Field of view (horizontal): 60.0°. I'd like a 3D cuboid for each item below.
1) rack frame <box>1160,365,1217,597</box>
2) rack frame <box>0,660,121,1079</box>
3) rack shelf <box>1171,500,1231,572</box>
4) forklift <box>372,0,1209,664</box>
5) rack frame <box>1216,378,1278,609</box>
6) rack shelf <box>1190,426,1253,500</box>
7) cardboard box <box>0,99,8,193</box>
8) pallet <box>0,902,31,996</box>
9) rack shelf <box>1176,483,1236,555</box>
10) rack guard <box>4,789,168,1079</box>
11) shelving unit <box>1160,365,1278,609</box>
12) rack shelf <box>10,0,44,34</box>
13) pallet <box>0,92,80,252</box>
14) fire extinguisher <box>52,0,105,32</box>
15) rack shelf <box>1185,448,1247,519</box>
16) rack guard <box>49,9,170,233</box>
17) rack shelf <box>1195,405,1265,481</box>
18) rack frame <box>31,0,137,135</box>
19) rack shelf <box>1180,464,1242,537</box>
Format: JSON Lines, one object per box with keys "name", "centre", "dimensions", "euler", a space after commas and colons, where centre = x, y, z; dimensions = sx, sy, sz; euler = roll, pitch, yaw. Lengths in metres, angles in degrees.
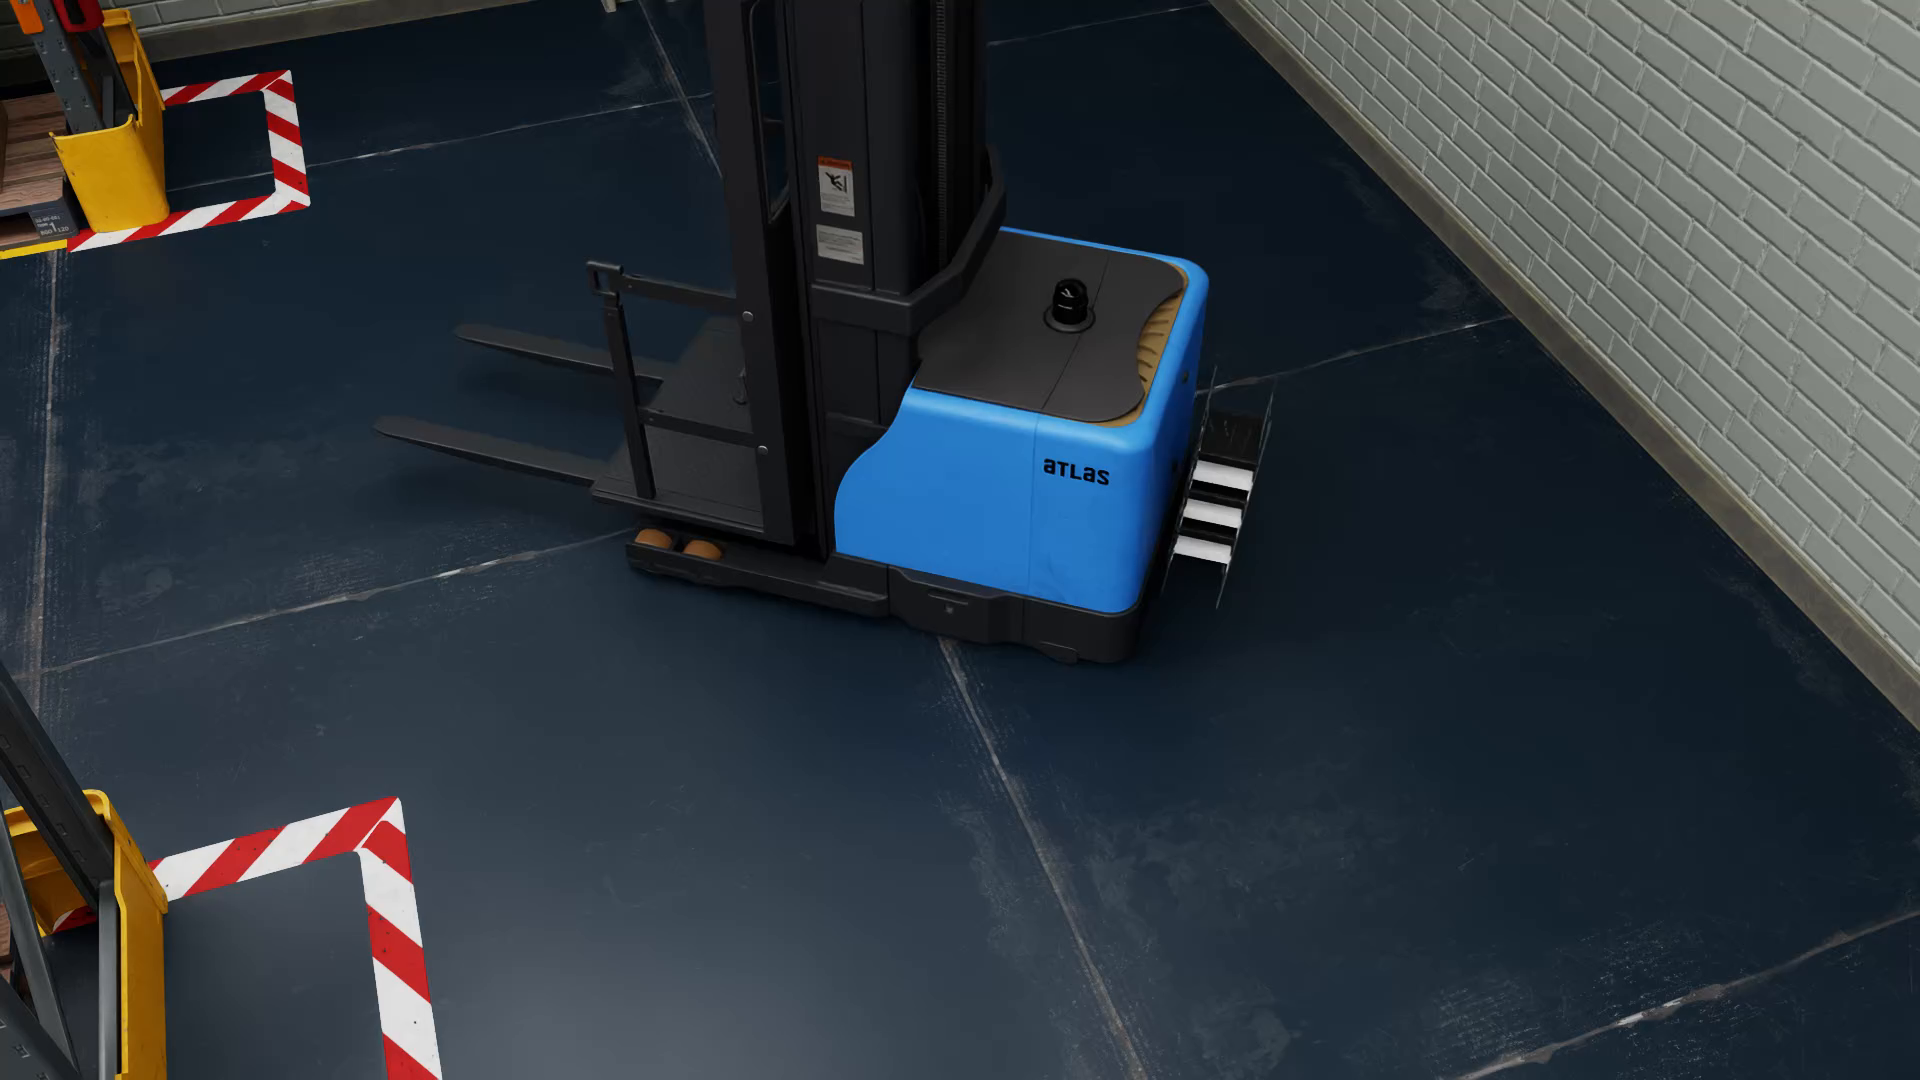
{"name": "rack frame", "centre": [0.791, -0.187, 5.778], "dimensions": [0.006, 0.900, 0.240], "euler": [12, 46, 5]}
{"name": "rack frame", "centre": [-2.369, 0.417, 3.717], "dimensions": [0.127, 3.000, 1.000], "euler": [-14, 47, -14]}
{"name": "rack shelf", "centre": [0.872, -0.019, 5.922], "dimensions": [0.200, 0.077, 0.258], "euler": [12, 46, 5]}
{"name": "forklift", "centre": [-0.709, -1.215, 5.392], "dimensions": [3.031, 2.935, 1.130], "euler": [13, 46, 12]}
{"name": "rack frame", "centre": [0.989, -0.145, 5.760], "dimensions": [0.006, 0.900, 0.240], "euler": [12, 46, 5]}
{"name": "rack shelf", "centre": [0.902, -0.267, 5.664], "dimensions": [0.200, 0.077, 0.258], "euler": [12, 46, 5]}
{"name": "cardboard box", "centre": [-4.679, -1.913, 7.508], "dimensions": [0.500, 0.500, 0.700], "euler": [-14, 47, -14]}
{"name": "pallet", "centre": [-3.190, 1.612, 4.495], "dimensions": [1.213, 0.211, 1.003], "euler": [-14, 47, -14]}
{"name": "rack shelf", "centre": [0.879, -0.081, 5.858], "dimensions": [0.200, 0.077, 0.258], "euler": [12, 46, 5]}
{"name": "rack guard", "centre": [-2.440, 1.317, 4.584], "dimensions": [0.348, 0.500, 1.175], "euler": [-14, 47, -14]}
{"name": "shelving unit", "centre": [0.890, -0.166, 5.769], "dimensions": [0.210, 0.900, 0.258], "euler": [12, 46, 5]}
{"name": "rack shelf", "centre": [-5.935, -2.148, 6.781], "dimensions": [4.000, 0.370, 1.077], "euler": [-14, 47, -14]}
{"name": "pallet", "centre": [-4.780, -1.654, 7.749], "dimensions": [1.213, 0.211, 1.003], "euler": [-14, 47, -14]}
{"name": "fire extinguisher", "centre": [-3.756, -2.452, 6.894], "dimensions": [0.183, 0.674, 0.296], "euler": [-14, 47, -14]}
{"name": "rack shelf", "centre": [0.894, -0.205, 5.728], "dimensions": [0.200, 0.077, 0.258], "euler": [12, 46, 5]}
{"name": "rack guard", "centre": [-4.032, -2.006, 7.896], "dimensions": [0.348, 0.500, 1.175], "euler": [-14, 47, -14]}
{"name": "rack shelf", "centre": [0.909, -0.330, 5.599], "dimensions": [0.200, 0.077, 0.258], "euler": [12, 46, 5]}
{"name": "rack frame", "centre": [-4.054, -2.883, 7.005], "dimensions": [0.127, 3.000, 1.000], "euler": [-14, 47, -14]}
{"name": "rack shelf", "centre": [0.887, -0.143, 5.793], "dimensions": [0.200, 0.077, 0.258], "euler": [12, 46, 5]}
